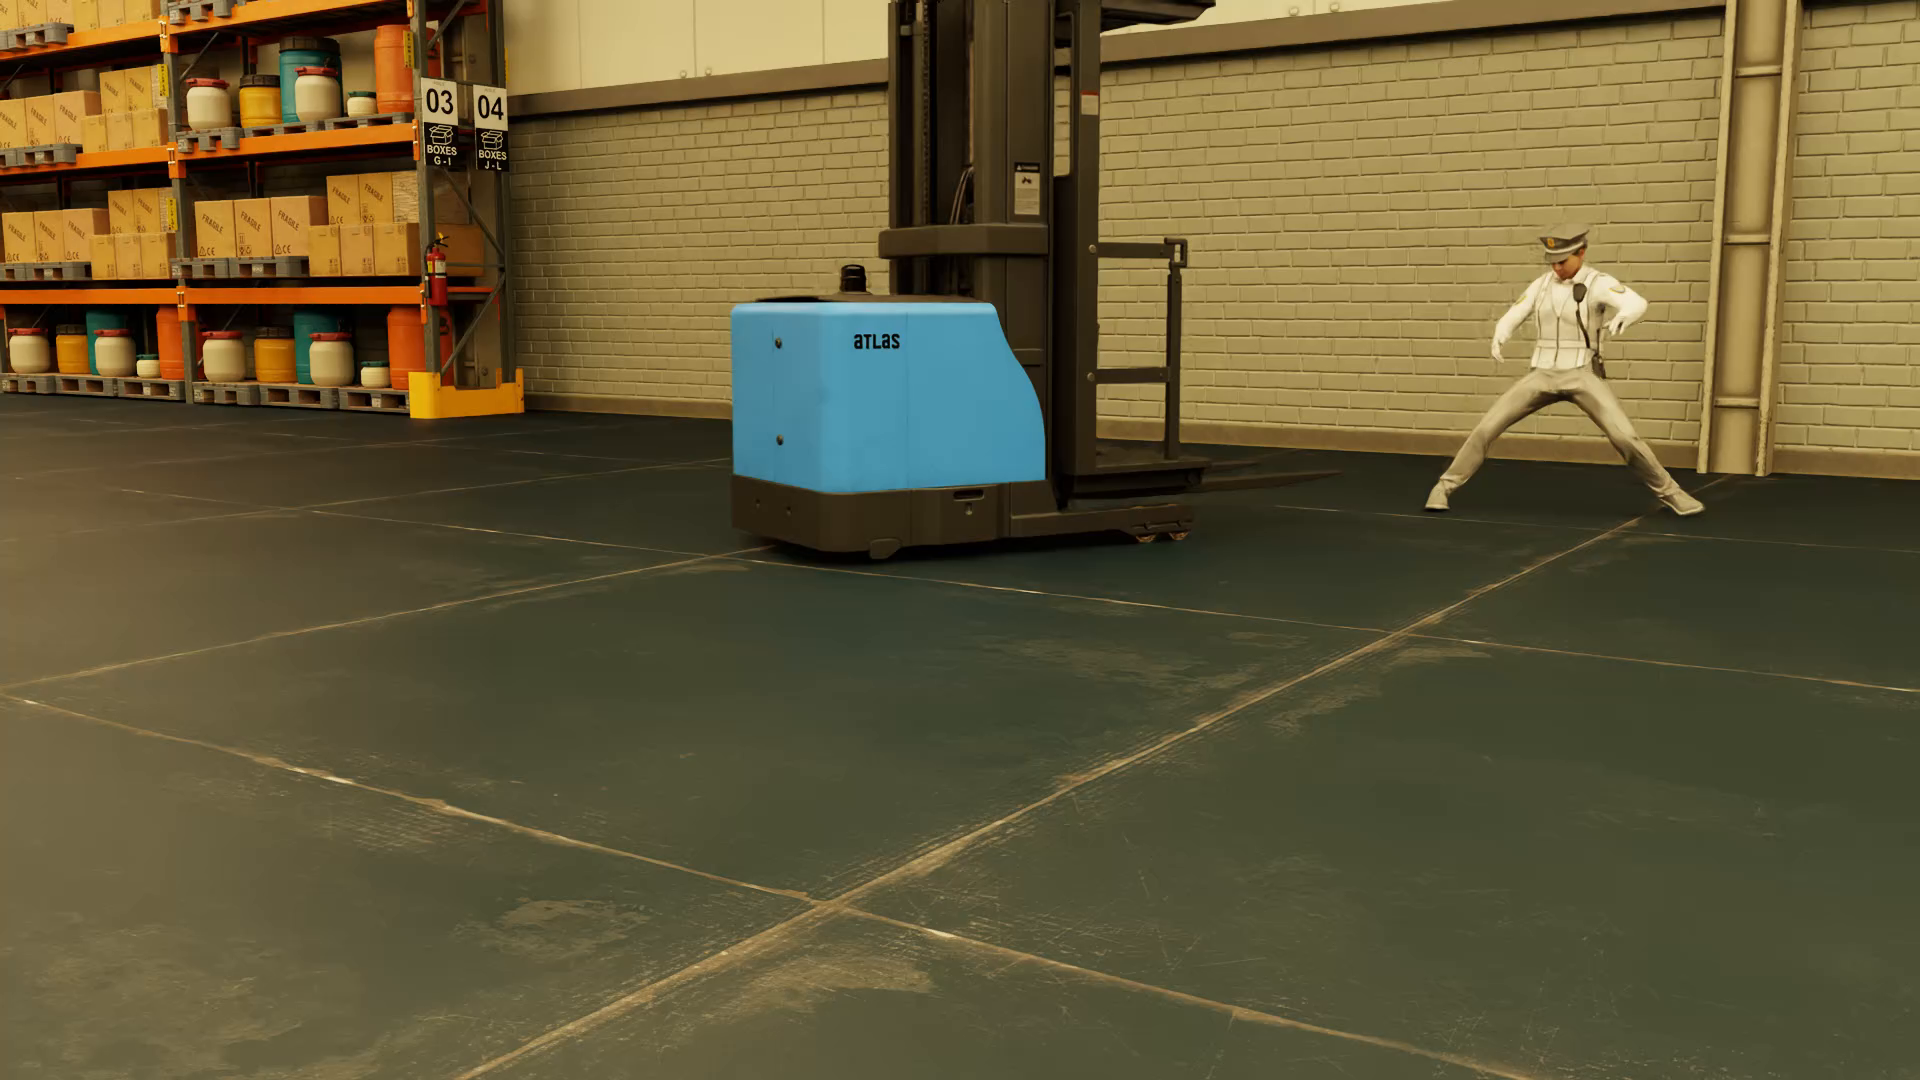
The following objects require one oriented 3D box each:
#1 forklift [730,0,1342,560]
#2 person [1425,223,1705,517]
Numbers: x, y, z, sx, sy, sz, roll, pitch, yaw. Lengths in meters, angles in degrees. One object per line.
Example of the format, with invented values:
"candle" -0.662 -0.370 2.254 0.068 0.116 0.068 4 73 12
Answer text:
"forklift" 0.482 -1.500 7.739 3.031 2.935 1.130 -5 10 -32
"person" 3.066 -0.863 8.417 0.794 1.474 1.246 -7 11 -42
